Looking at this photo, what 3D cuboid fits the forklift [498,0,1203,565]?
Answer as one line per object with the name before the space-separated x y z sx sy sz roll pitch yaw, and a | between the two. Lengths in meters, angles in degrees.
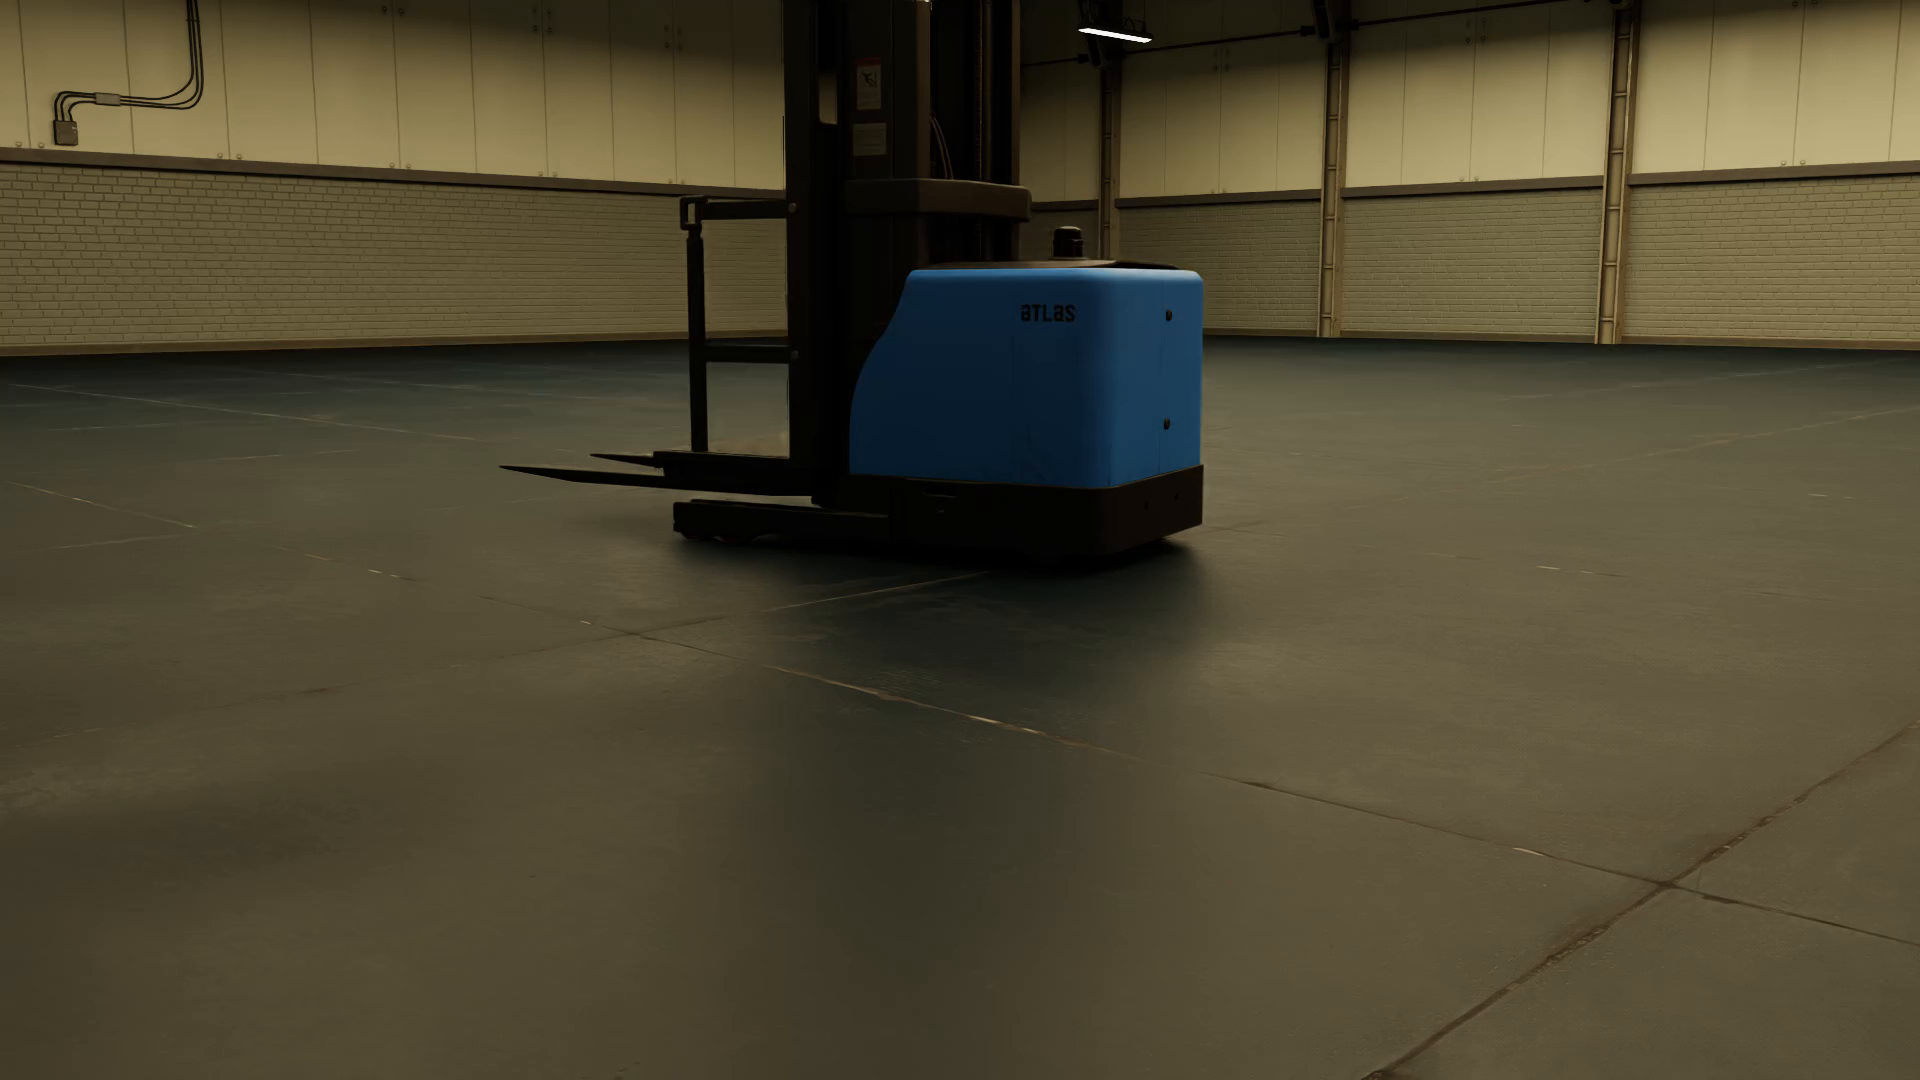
forklift | -0.571 -1.493 6.791 3.031 2.935 1.130 5 10 28
